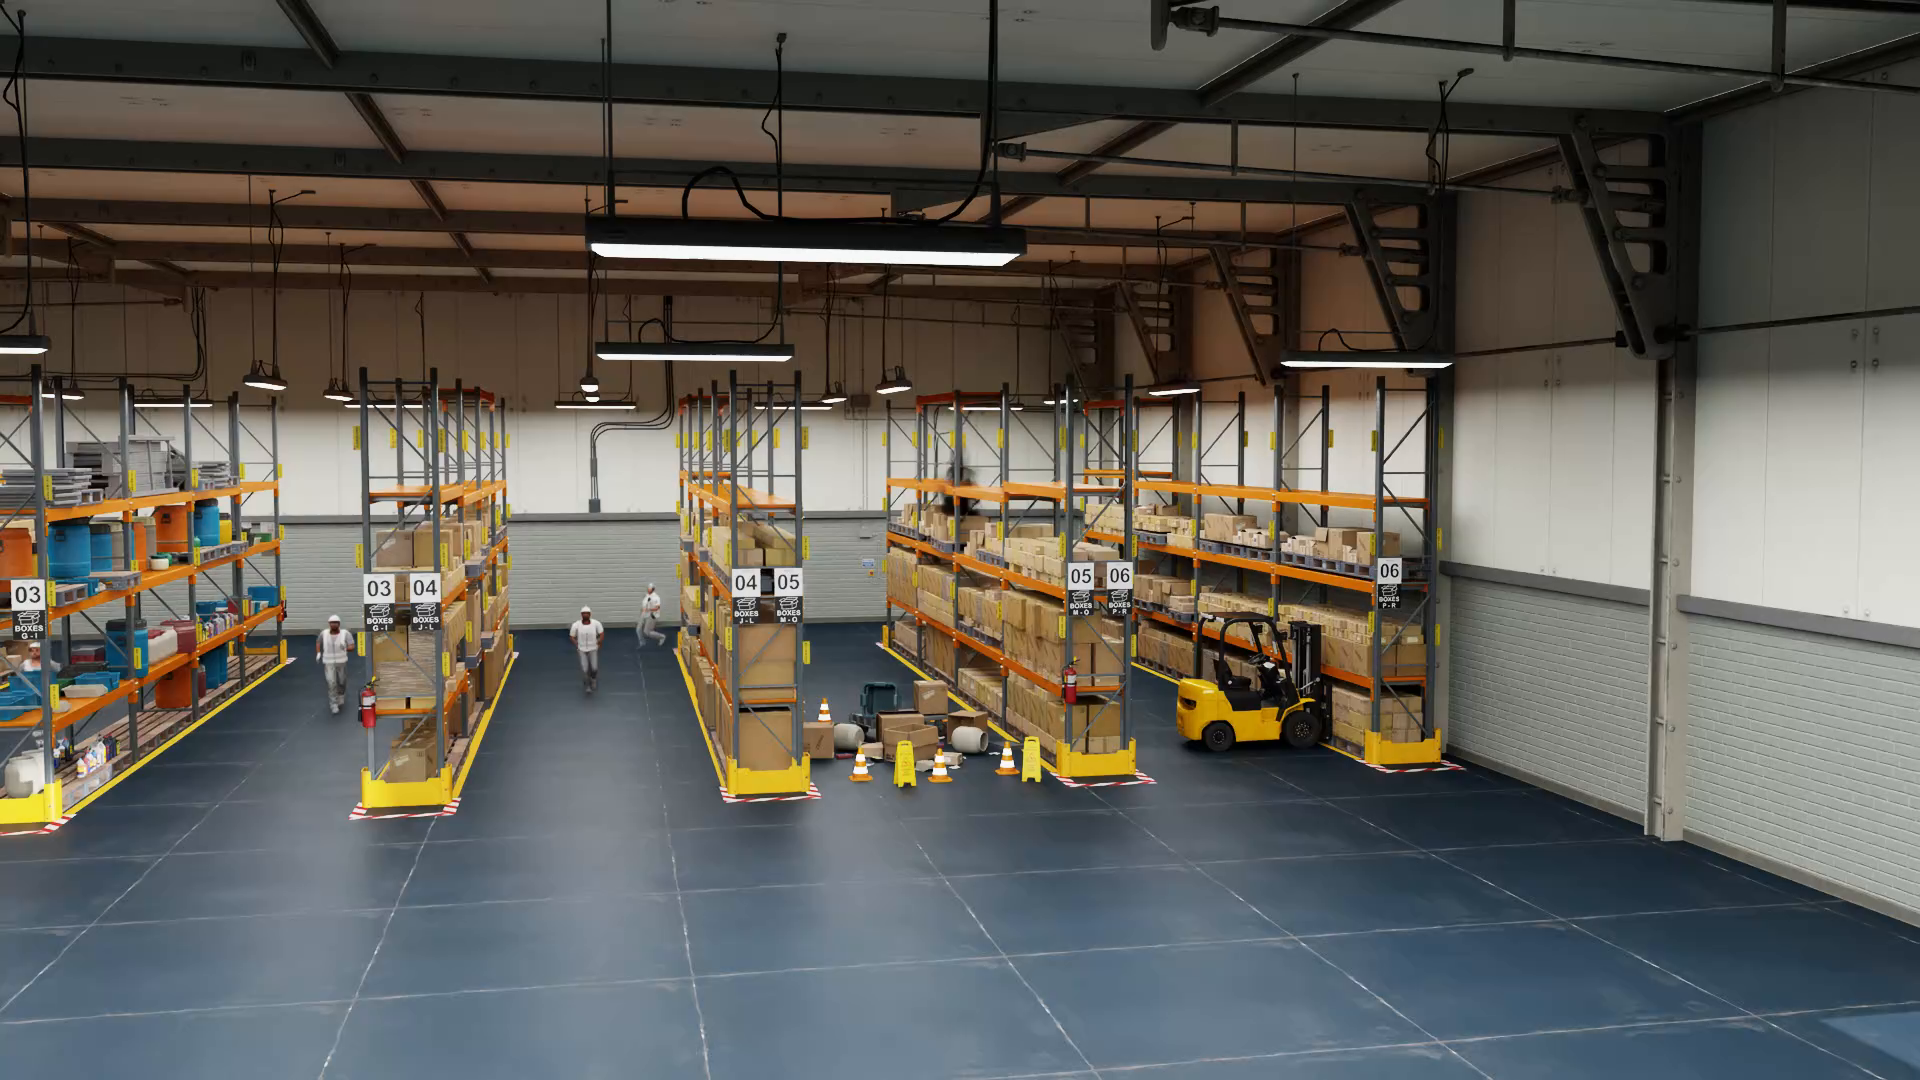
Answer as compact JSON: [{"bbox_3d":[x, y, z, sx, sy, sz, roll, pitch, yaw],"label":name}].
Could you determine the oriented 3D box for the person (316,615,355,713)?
[{"bbox_3d":[-11.511,2.259,30.669,0.686,1.764,0.979,-1,4,-20],"label":"person"}]

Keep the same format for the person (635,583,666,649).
[{"bbox_3d":[-7.429,1.846,39.982,0.647,1.614,0.634,-2,4,-35],"label":"person"}]

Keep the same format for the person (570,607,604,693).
[{"bbox_3d":[-7.378,2.176,32.906,0.661,1.721,0.569,-1,4,-14],"label":"person"}]

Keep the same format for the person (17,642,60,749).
[{"bbox_3d":[-14.841,2.523,26.740,0.628,1.753,0.632,-1,4,-14],"label":"person"}]
